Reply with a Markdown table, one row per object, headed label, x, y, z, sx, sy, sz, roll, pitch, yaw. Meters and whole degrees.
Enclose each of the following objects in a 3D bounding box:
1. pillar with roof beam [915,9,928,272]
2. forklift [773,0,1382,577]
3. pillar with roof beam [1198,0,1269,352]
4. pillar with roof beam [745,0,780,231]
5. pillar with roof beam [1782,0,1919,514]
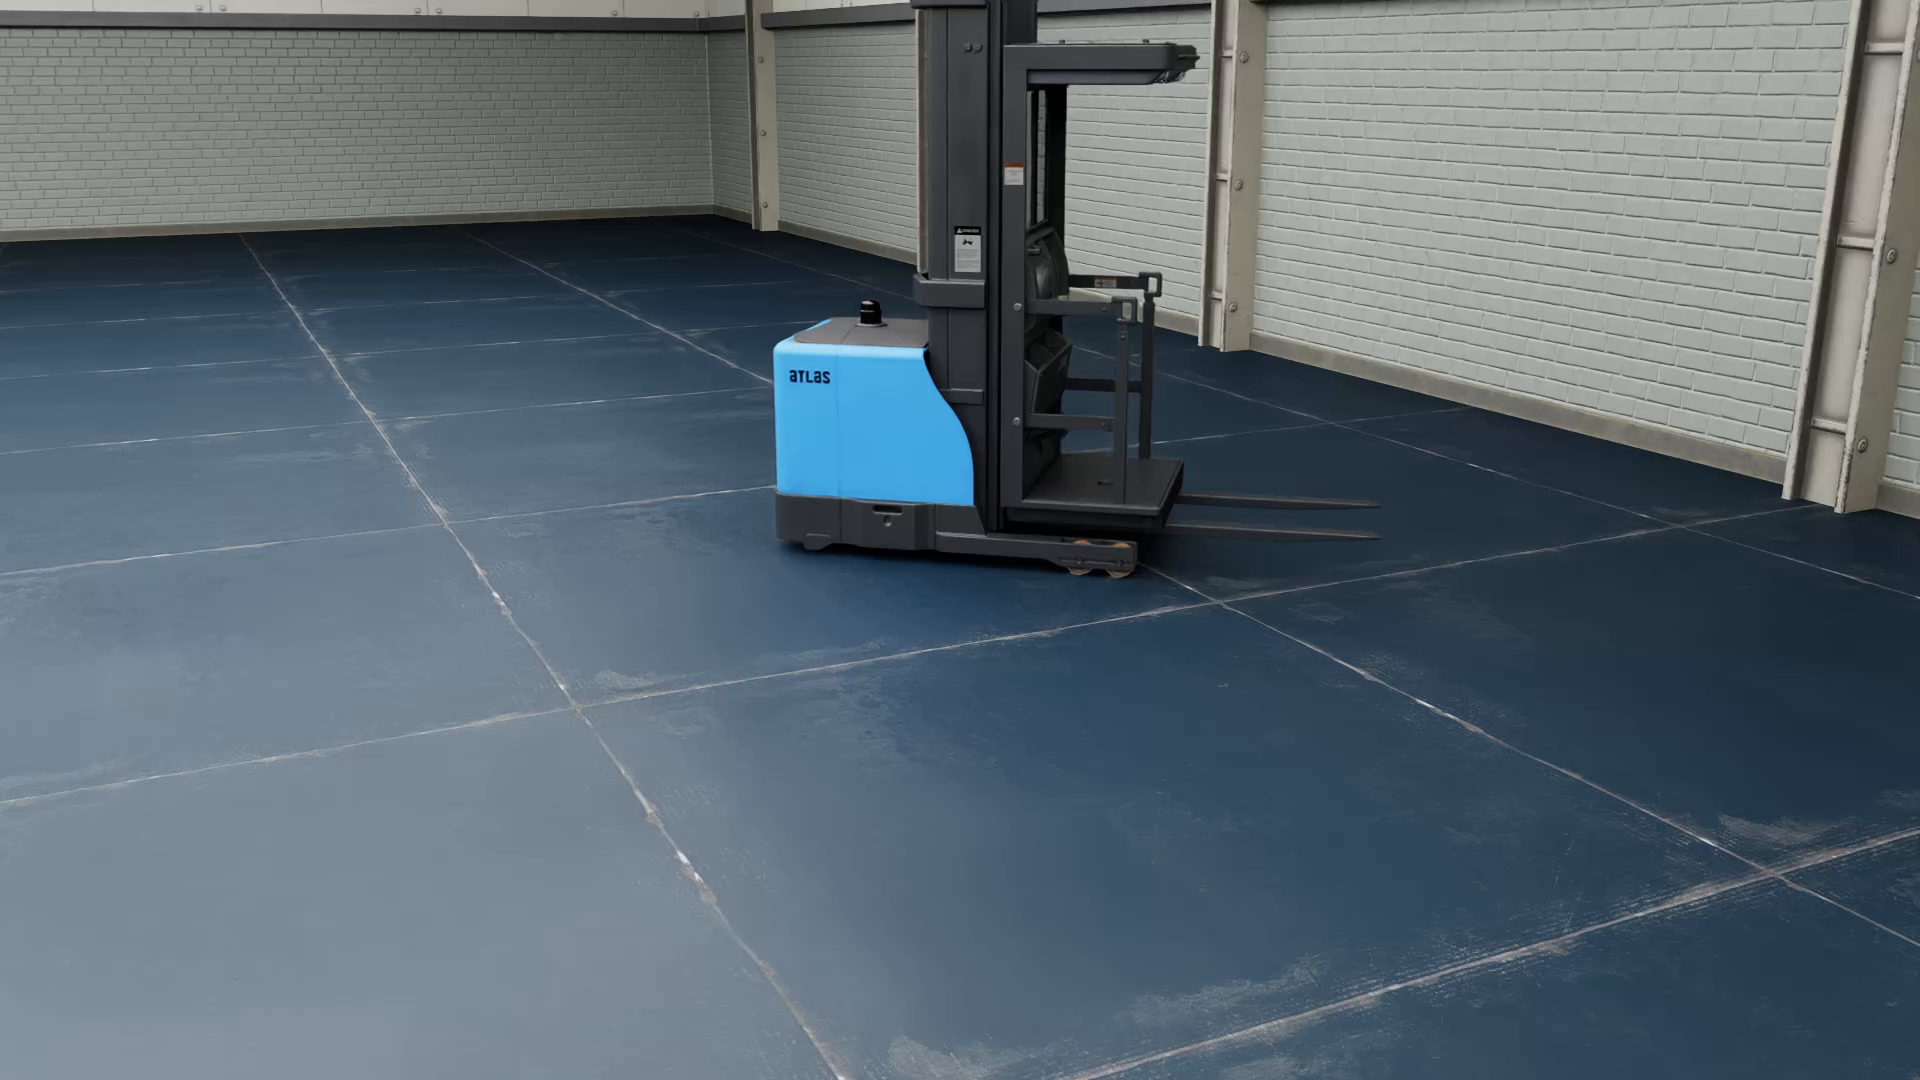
| label | x | y | z | sx | sy | sz | roll | pitch | yaw |
| --- | --- | --- | --- | --- | --- | --- | --- | --- | --- |
| pillar with roof beam | -4.160 | -6.995 | 16.813 | 9.100 | 9.000 | 0.400 | -8 | 18 | -25 |
| forklift | 0.624 | -1.389 | 8.276 | 3.031 | 2.935 | 1.130 | 4 | 16 | 13 |
| pillar with roof beam | -1.531 | -5.508 | 11.629 | 9.100 | 9.000 | 0.400 | -8 | 18 | -25 |
| pillar with roof beam | -6.788 | -8.483 | 21.998 | 9.100 | 9.000 | 0.400 | -8 | 18 | -25 |
| pillar with roof beam | 1.097 | -4.020 | 6.445 | 9.100 | 9.000 | 0.400 | -8 | 18 | -25 |
